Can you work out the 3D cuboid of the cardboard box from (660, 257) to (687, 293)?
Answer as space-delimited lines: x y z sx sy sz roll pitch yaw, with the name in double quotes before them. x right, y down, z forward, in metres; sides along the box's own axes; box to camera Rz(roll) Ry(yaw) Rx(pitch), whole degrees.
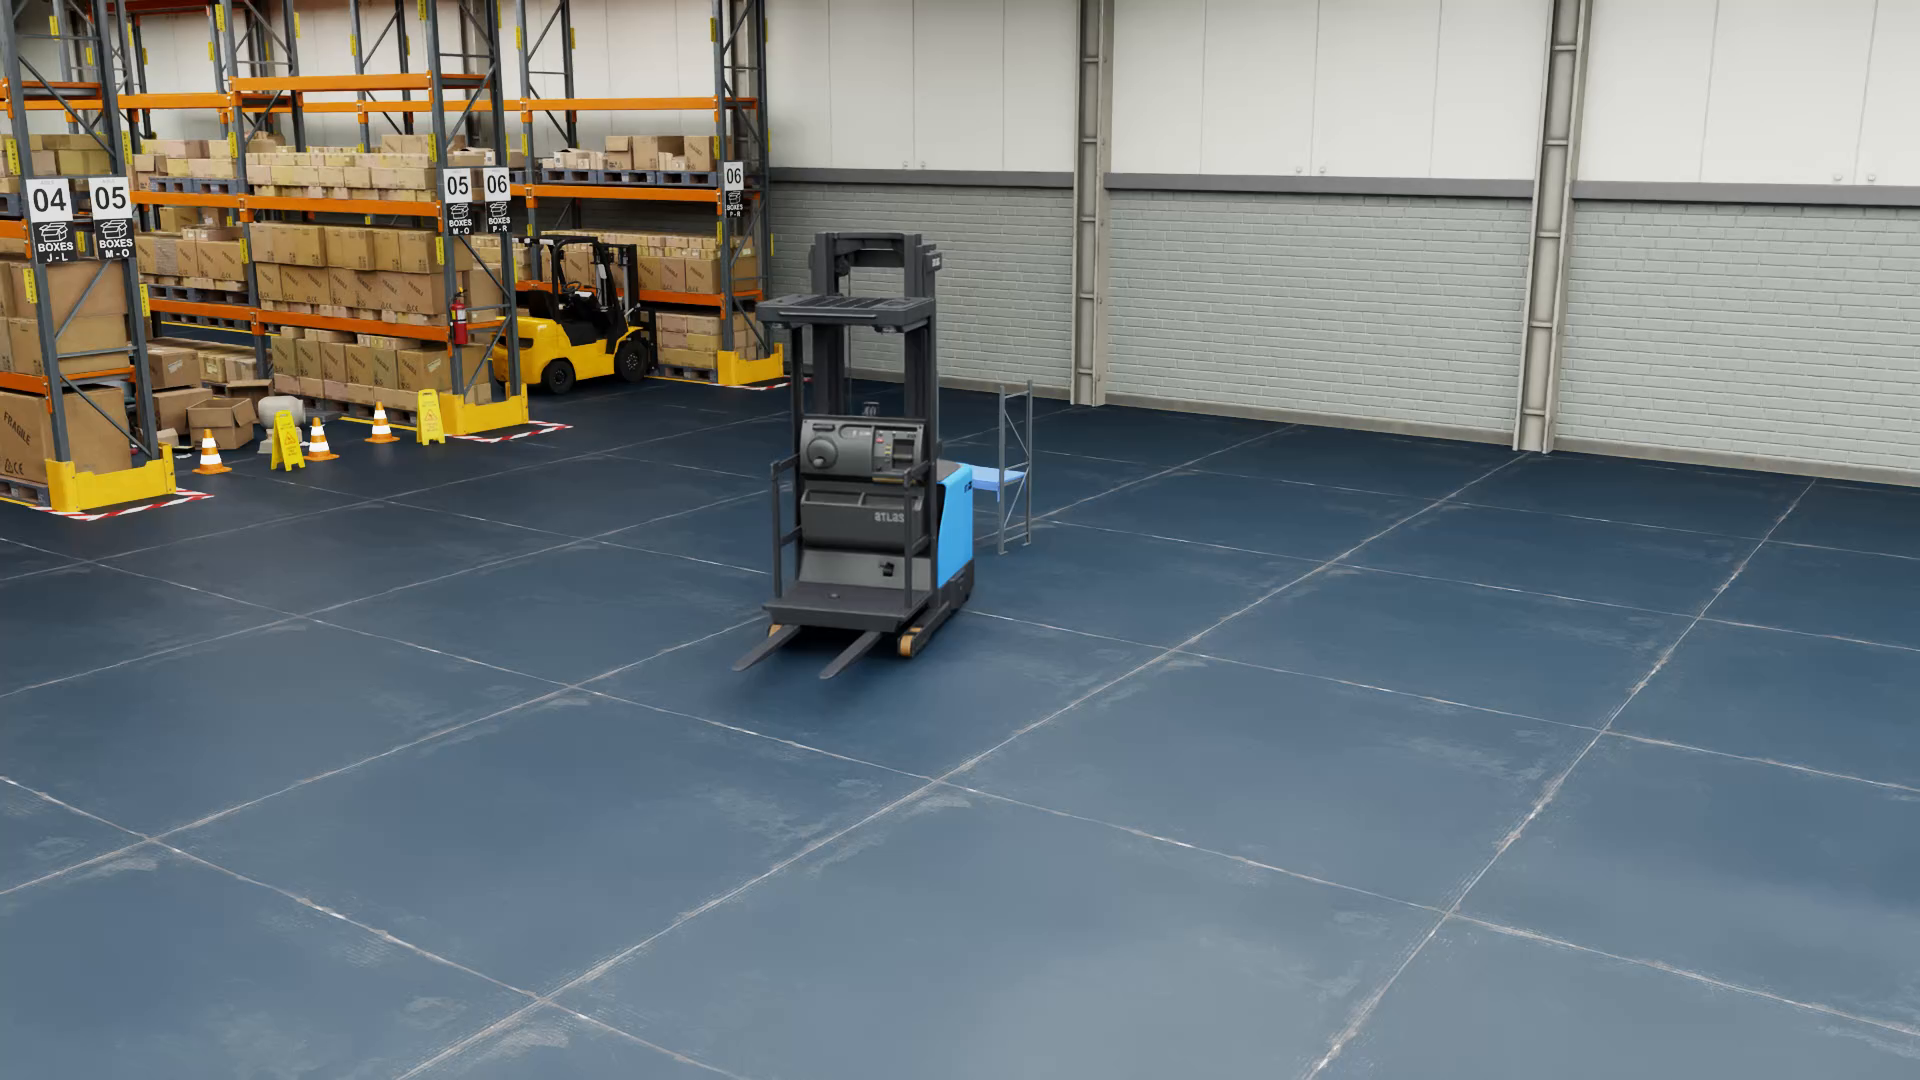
"cardboard box" -4.128 -3.988 24.909 0.500 0.500 0.500 10 17 35

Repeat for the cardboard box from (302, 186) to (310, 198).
"cardboard box" -8.258 -4.507 21.495 0.250 0.149 0.380 9 16 31

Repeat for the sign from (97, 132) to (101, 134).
"sign" -16.727 -7.772 32.343 0.005 0.325 0.100 9 17 33

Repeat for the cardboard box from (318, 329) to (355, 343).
"cardboard box" -8.173 -2.683 21.783 0.250 0.149 0.380 10 17 36

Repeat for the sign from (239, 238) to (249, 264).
"sign" -9.541 -3.851 22.157 0.005 0.325 0.100 9 17 33

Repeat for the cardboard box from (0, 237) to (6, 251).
"cardboard box" -14.816 -4.761 25.950 0.500 0.500 0.500 9 16 31

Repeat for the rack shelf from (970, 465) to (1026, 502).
"rack shelf" 0.071 -0.542 15.067 1.000 0.185 0.538 9 17 33

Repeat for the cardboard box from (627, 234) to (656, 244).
"cardboard box" -4.839 -4.573 25.303 0.250 0.149 0.380 9 17 34

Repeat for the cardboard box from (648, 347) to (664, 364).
"cardboard box" -4.532 -2.861 25.413 0.500 0.250 0.500 9 17 33

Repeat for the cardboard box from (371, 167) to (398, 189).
"cardboard box" -6.900 -4.477 20.544 0.500 0.250 0.500 9 16 32

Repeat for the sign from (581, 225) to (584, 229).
"sign" -6.159 -4.960 27.079 0.005 0.325 0.100 9 17 33

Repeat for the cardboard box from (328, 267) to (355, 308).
"cardboard box" -7.756 -3.283 21.441 0.500 0.500 0.500 9 17 33

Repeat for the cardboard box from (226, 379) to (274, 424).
"cardboard box" -9.105 -1.773 21.368 0.500 0.500 0.500 -4 14 -16

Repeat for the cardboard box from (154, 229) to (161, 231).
"cardboard box" -15.895 -6.063 33.193 0.500 0.250 0.500 10 17 34

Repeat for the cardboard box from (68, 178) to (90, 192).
"cardboard box" -8.700 -3.560 16.587 0.250 0.149 0.380 9 17 33

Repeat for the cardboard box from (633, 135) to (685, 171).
"cardboard box" -4.446 -5.779 24.822 0.500 0.500 0.700 9 17 33

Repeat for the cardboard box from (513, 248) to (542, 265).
"cardboard box" -7.017 -4.576 26.763 0.500 0.250 0.500 9 16 32

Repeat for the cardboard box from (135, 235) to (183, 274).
"cardboard box" -11.429 -4.089 23.824 0.500 0.500 0.500 10 17 34

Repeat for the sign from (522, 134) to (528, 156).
"sign" -6.762 -6.141 25.842 0.005 0.325 0.100 9 17 33

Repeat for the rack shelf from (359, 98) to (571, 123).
"rack shelf" -8.127 -7.028 27.242 4.000 0.370 1.077 9 17 33

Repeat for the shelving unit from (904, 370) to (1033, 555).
"shelving unit" 0.071 -0.717 15.024 1.048 1.500 0.538 9 17 33

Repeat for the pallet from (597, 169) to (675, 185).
"pallet" -4.737 -5.531 25.292 1.213 0.211 1.003 9 17 33

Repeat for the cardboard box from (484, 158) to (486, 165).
"cardboard box" -7.549 -6.064 26.703 0.250 0.149 0.380 9 17 33

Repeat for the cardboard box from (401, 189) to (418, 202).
"cardboard box" -6.592 -4.217 20.324 0.250 0.149 0.380 9 17 33

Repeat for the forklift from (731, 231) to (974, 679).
"forklift" -0.771 -0.685 11.919 1.130 2.935 3.031 4 14 15

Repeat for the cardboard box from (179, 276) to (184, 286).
"cardboard box" -10.815 -3.692 23.571 0.250 0.149 0.380 9 16 31

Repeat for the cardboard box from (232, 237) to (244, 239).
"cardboard box" -10.282 -4.053 23.681 0.500 0.500 0.500 9 17 32

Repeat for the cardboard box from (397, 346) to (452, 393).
"cardboard box" -6.726 -2.153 20.992 0.500 0.500 0.500 9 17 33

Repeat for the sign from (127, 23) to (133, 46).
"sign" -12.259 -7.450 24.511 0.005 0.325 0.100 9 17 33

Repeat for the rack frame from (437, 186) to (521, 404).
"rack frame" -5.915 -2.864 20.578 0.127 3.000 1.000 9 17 33

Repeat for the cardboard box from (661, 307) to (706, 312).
"cardboard box" -4.267 -3.447 25.698 0.500 0.250 0.500 9 17 32

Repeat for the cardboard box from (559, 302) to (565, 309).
"cardboard box" -6.241 -3.618 26.390 0.500 0.250 0.500 9 16 32

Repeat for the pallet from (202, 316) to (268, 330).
"pallet" -13.675 -4.202 31.787 1.213 0.211 1.003 9 17 33

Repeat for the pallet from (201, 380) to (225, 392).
"pallet" -10.898 -2.315 24.161 1.213 0.211 1.003 9 17 33

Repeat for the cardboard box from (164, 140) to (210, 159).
"cardboard box" -10.645 -5.415 23.038 0.500 0.250 0.500 10 17 34

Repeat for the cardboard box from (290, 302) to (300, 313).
"cardboard box" -8.676 -3.119 22.131 0.250 0.149 0.380 9 17 33

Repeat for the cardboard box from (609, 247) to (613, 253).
"cardboard box" -5.304 -4.482 25.554 0.250 0.149 0.380 9 16 31

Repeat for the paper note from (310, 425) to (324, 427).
"paper note" -8.134 -1.453 21.056 0.148 0.019 0.142 3 14 14

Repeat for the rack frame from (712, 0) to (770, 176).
"rack frame" -3.148 -6.766 23.857 0.127 3.000 1.000 9 17 33

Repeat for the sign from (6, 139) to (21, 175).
"sign" -8.908 -3.605 15.649 0.005 0.325 0.100 9 17 33

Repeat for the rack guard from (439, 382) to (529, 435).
"rack guard" -5.978 -1.661 20.919 0.348 0.500 1.175 9 17 33

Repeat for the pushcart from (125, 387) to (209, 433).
"pushcart" -10.465 -1.666 21.196 0.936 0.377 1.648 3 14 14

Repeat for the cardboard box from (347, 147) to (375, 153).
"cardboard box" -10.237 -6.636 28.434 0.250 0.149 0.380 10 17 35

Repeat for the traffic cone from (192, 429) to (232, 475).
"traffic cone" -8.242 -0.987 18.272 0.334 0.463 0.336 9 17 33

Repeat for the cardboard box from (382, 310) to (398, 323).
"cardboard box" -7.048 -2.829 20.957 0.250 0.149 0.380 10 17 34

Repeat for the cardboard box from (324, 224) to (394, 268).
"cardboard box" -7.694 -3.779 21.366 0.500 0.500 0.700 9 17 32

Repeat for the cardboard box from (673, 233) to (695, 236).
"cardboard box" -4.163 -4.591 25.375 0.250 0.149 0.380 10 17 35

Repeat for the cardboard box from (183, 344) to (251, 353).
"cardboard box" -10.847 -2.587 24.054 0.625 0.372 0.950 10 17 35

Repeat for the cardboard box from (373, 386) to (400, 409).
"cardboard box" -7.162 -1.859 21.366 0.500 0.250 0.500 9 17 33

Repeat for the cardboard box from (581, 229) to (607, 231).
"cardboard box" -5.849 -4.874 26.520 0.250 0.149 0.380 9 16 31

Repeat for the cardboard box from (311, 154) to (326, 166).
"cardboard box" -8.044 -4.851 21.224 0.250 0.149 0.380 9 16 32

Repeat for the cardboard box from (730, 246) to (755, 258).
"cardboard box" -3.285 -4.315 24.881 0.250 0.149 0.380 9 16 31

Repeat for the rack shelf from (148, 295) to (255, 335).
"rack shelf" -10.894 -3.320 23.915 4.000 0.370 1.077 9 17 33

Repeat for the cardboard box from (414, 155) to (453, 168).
"cardboard box" -6.361 -4.572 20.097 0.250 0.149 0.380 9 17 33

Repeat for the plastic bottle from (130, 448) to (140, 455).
"plastic bottle" -9.625 -1.016 19.227 0.133 0.061 0.283 3 14 14
